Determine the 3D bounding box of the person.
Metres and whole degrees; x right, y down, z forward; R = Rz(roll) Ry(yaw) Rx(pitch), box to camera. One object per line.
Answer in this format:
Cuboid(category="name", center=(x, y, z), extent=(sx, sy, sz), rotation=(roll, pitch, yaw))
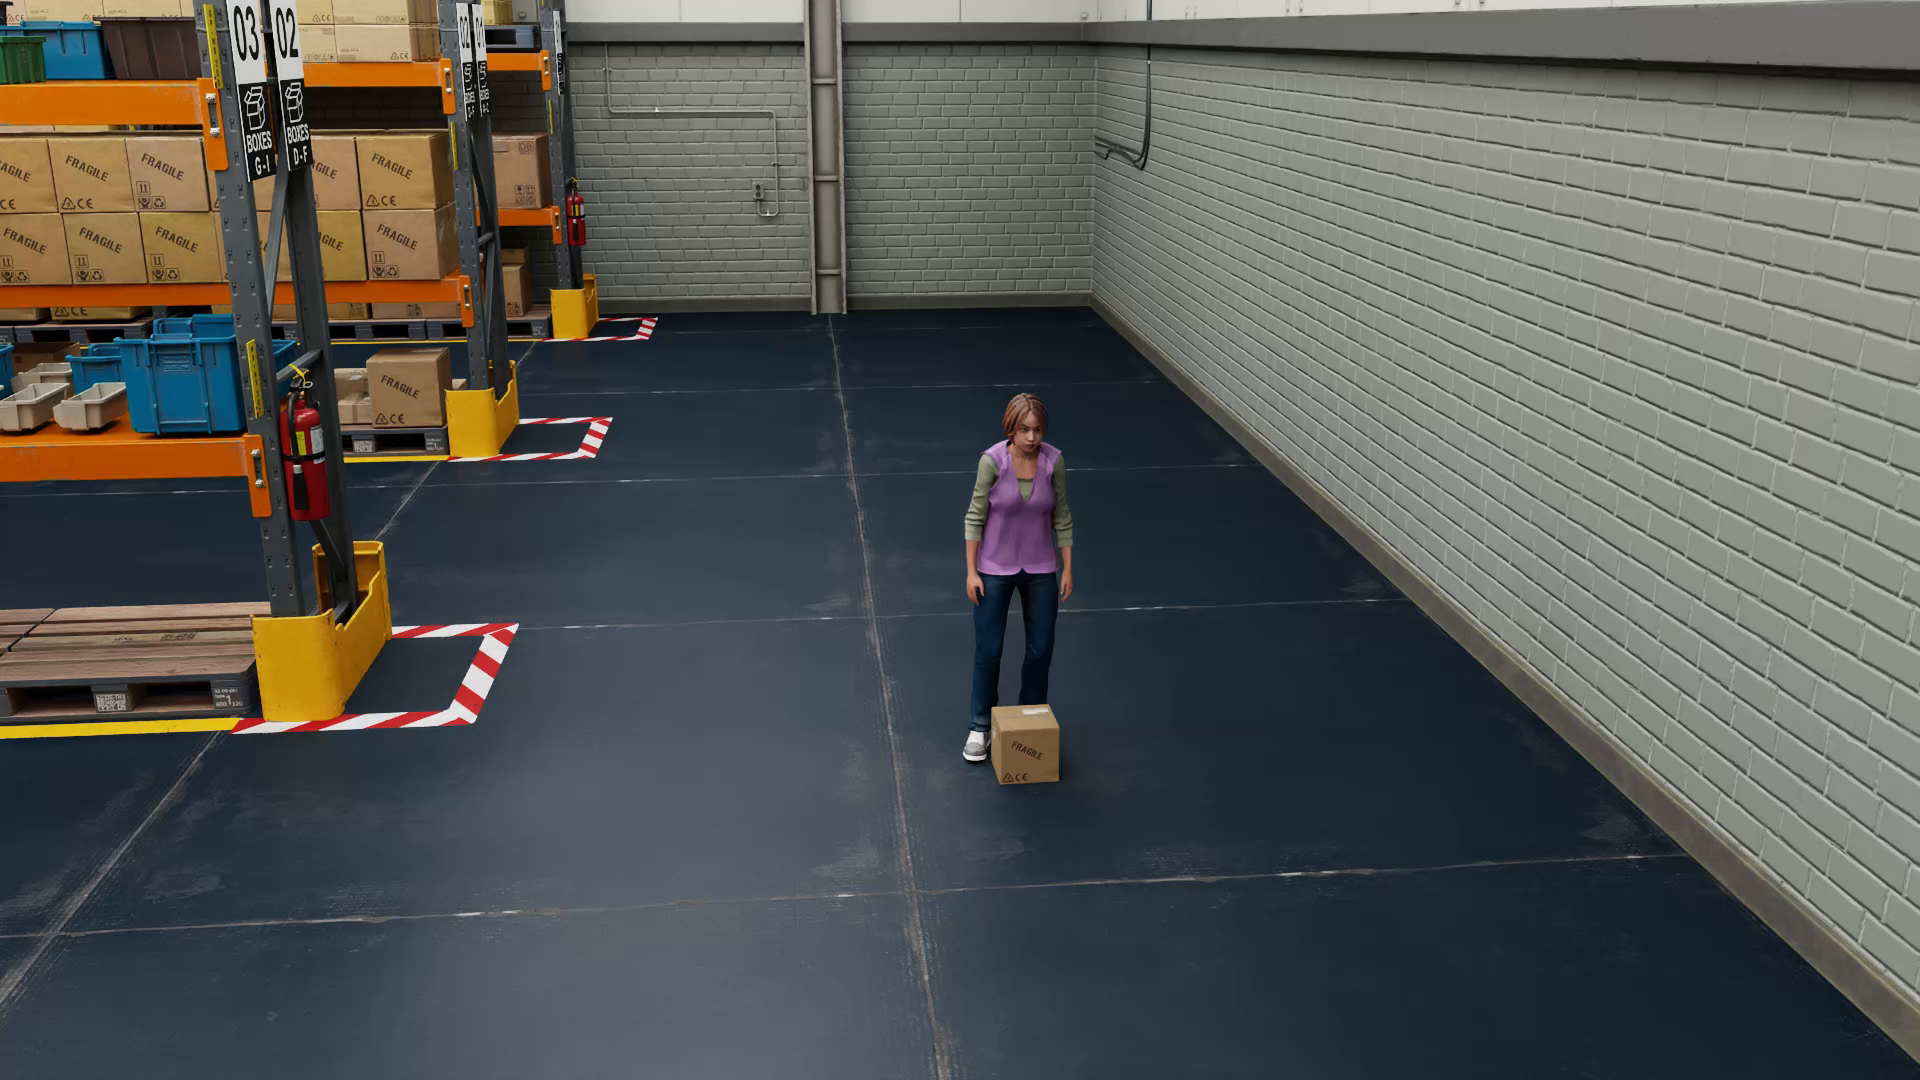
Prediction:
Cuboid(category="person", center=(0.244, 0.246, 7.100), extent=(0.483, 1.392, 0.337), rotation=(-2, 17, -8))
